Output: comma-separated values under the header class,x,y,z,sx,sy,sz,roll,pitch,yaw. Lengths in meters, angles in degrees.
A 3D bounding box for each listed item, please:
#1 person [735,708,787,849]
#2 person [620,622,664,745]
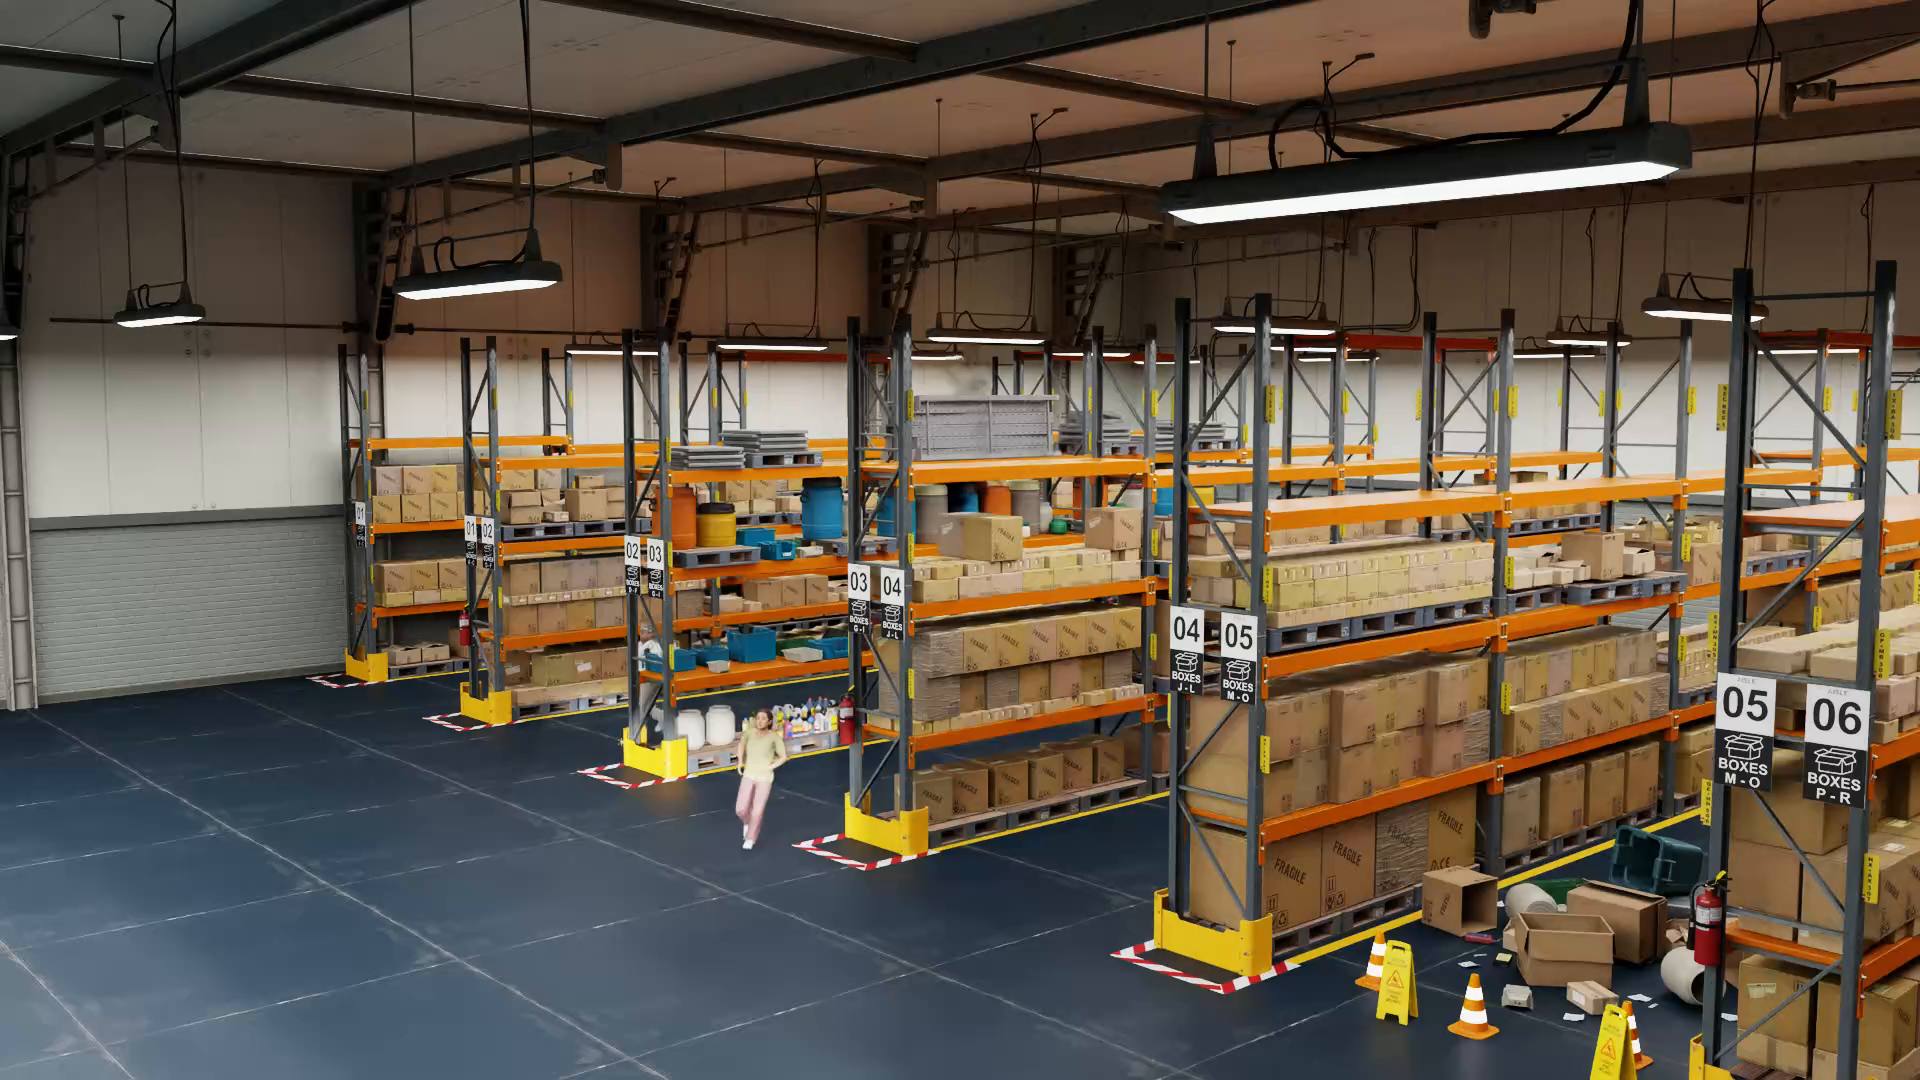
class,x,y,z,sx,sy,sz,roll,pitch,yaw
person,-2.243,2.683,18.751,0.595,1.609,0.531,1,5,10
person,-4.631,2.076,24.438,0.666,1.752,0.950,5,7,45
